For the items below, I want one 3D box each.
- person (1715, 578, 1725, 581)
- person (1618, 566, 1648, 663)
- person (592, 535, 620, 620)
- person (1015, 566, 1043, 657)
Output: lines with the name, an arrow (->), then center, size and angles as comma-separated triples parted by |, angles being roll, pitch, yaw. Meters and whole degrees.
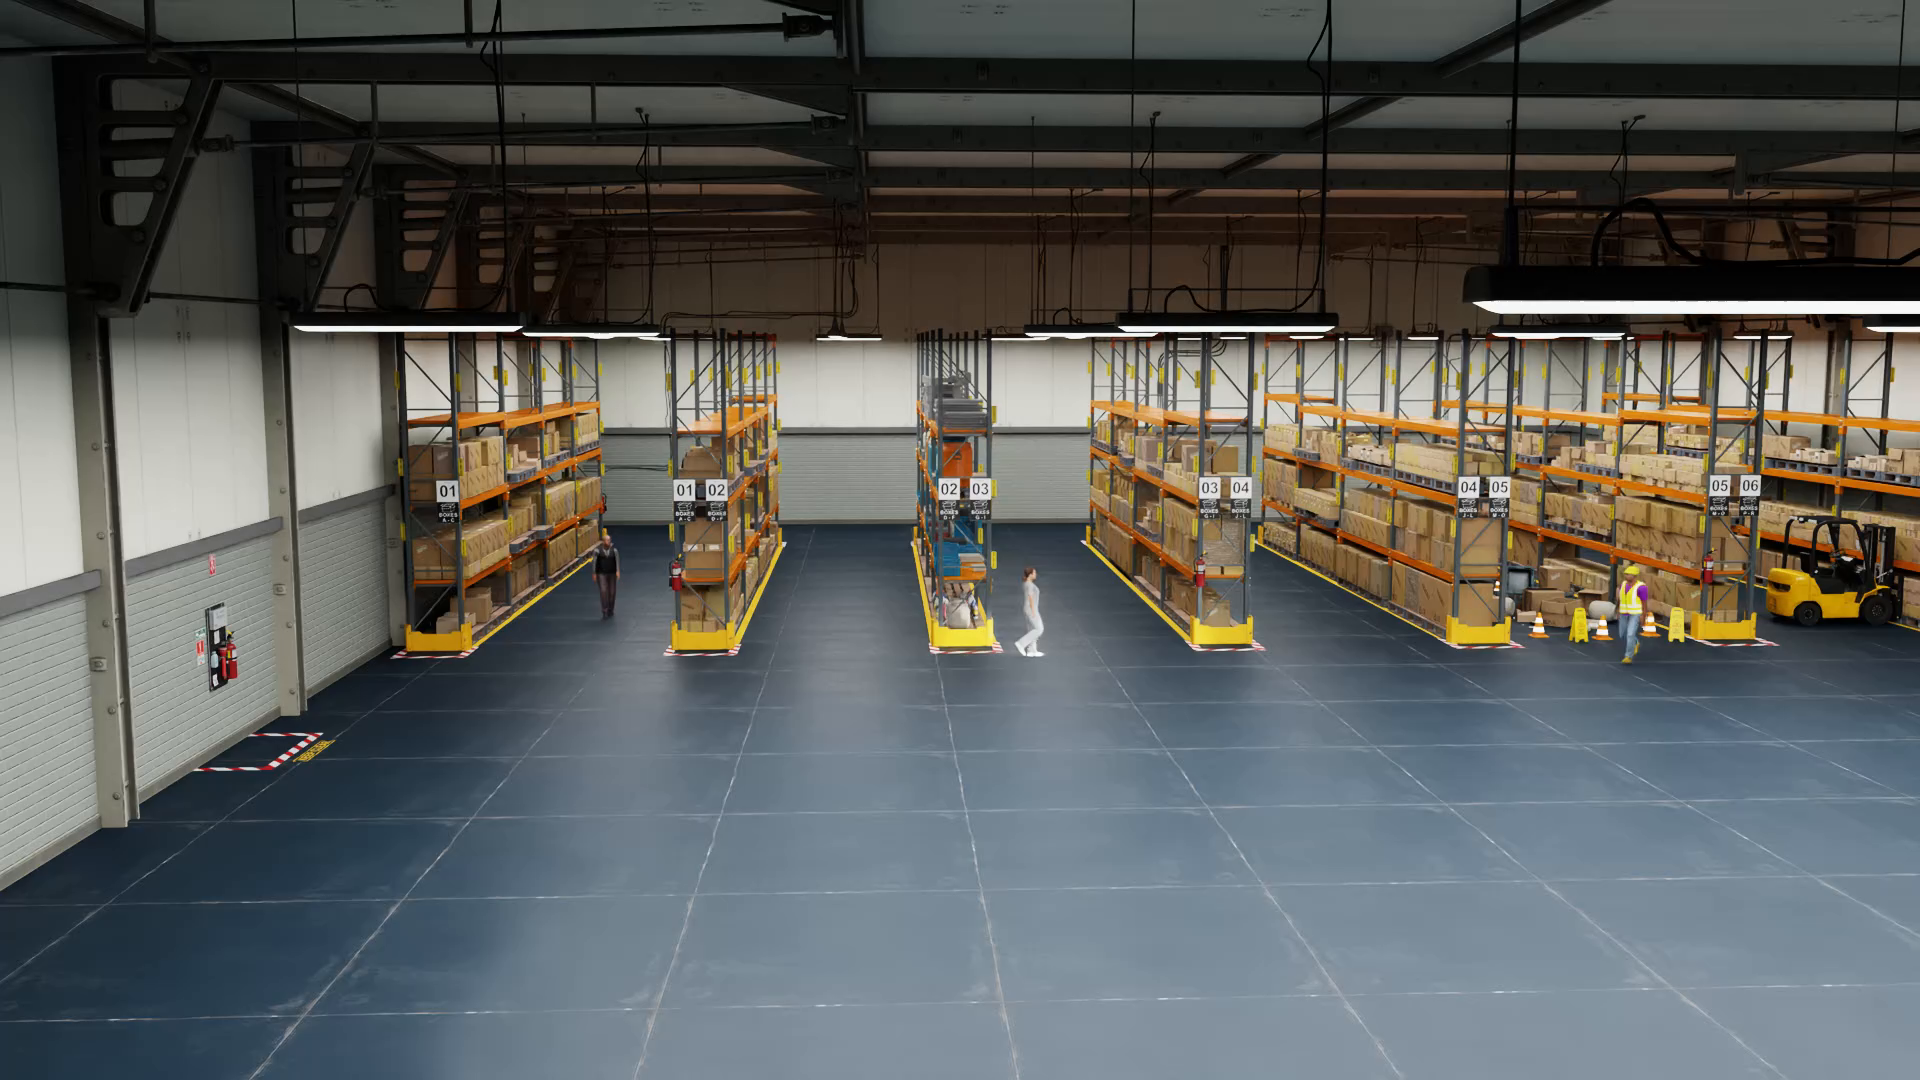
person -> 16.465, 0.622, 36.184 | 0.547, 1.819, 0.544 | -1, 7, -6
person -> 12.124, 1.322, 29.942 | 0.794, 1.746, 0.574 | -6, 9, -41
person -> -7.398, 0.775, 34.989 | 0.570, 1.723, 0.768 | -3, 8, -27
person -> 1.251, 1.311, 30.315 | 0.551, 1.667, 0.467 | -1, 7, -11
